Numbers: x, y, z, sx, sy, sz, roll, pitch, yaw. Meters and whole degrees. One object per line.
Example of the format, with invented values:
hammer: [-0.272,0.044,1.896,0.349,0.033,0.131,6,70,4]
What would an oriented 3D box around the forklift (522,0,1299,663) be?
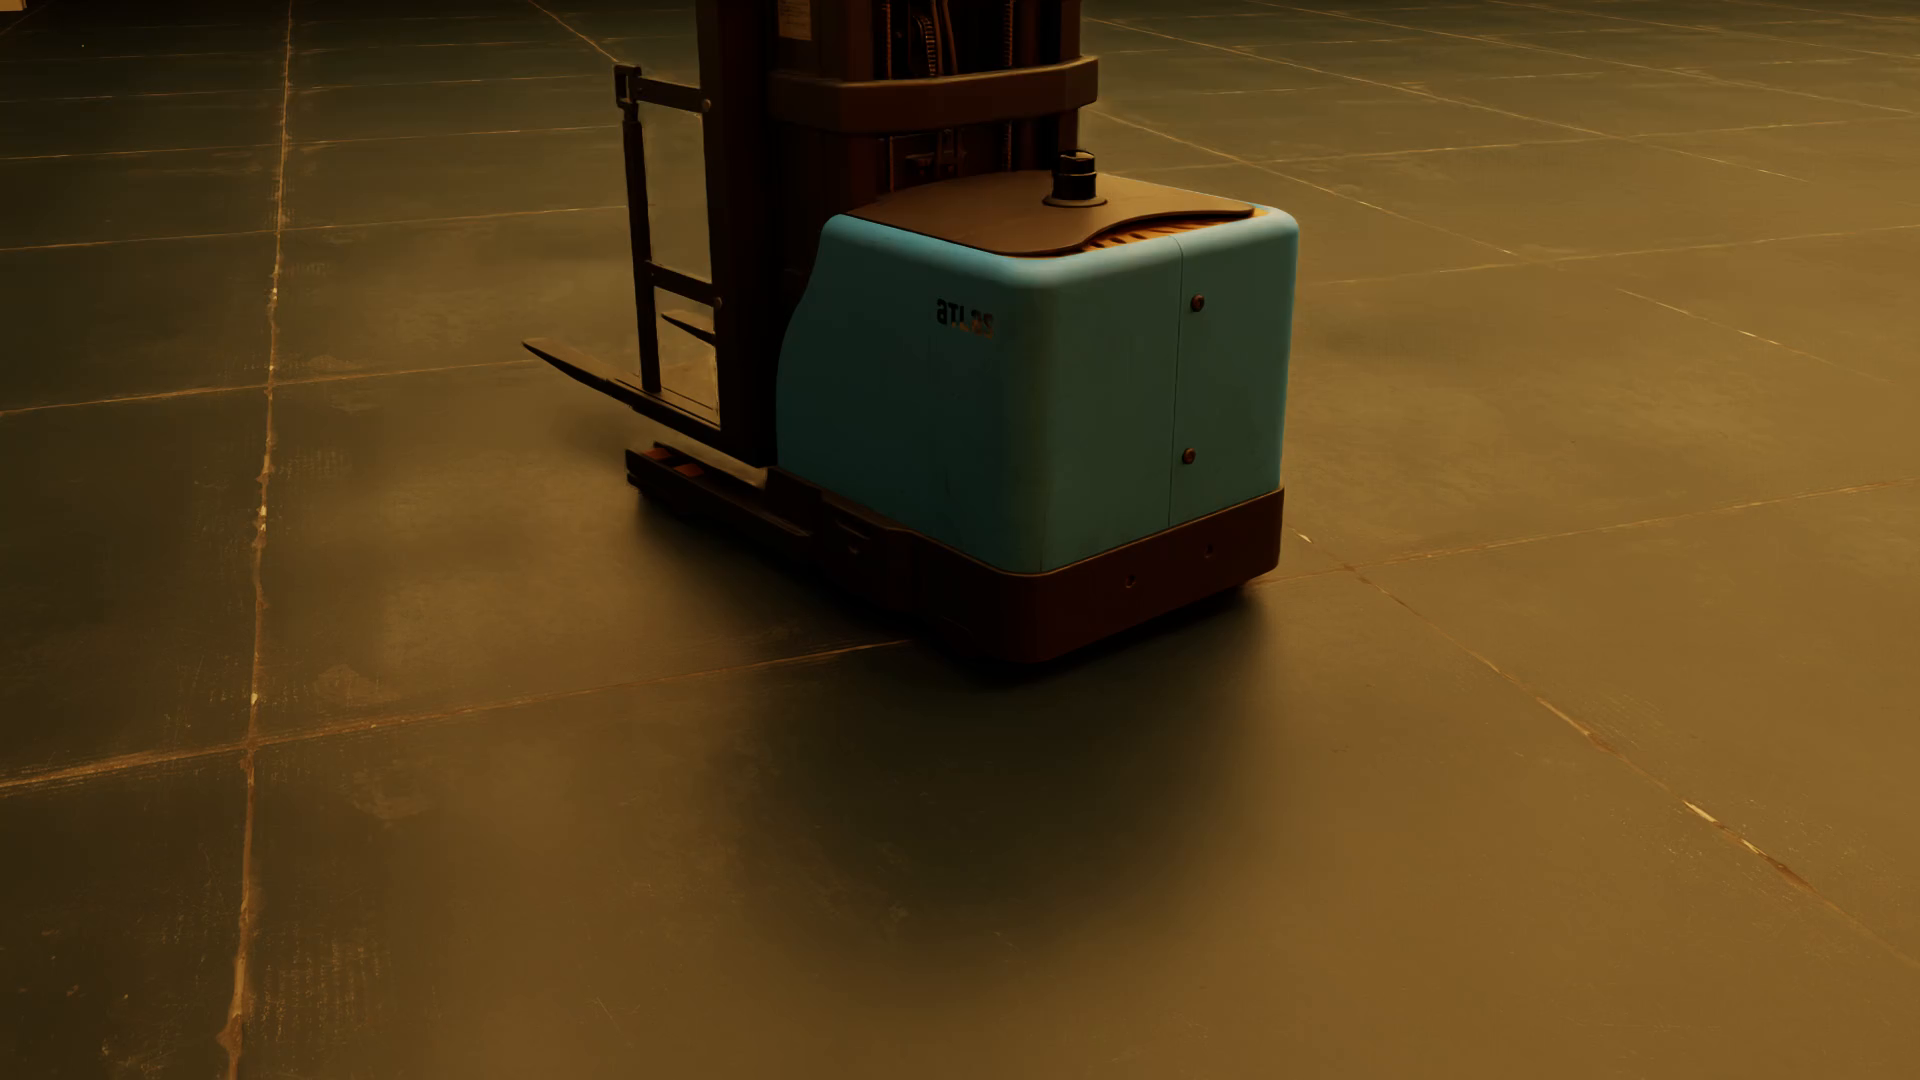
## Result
forklift: [-0.428,-1.538,4.955,1.130,2.935,3.031,-18,29,-37]
